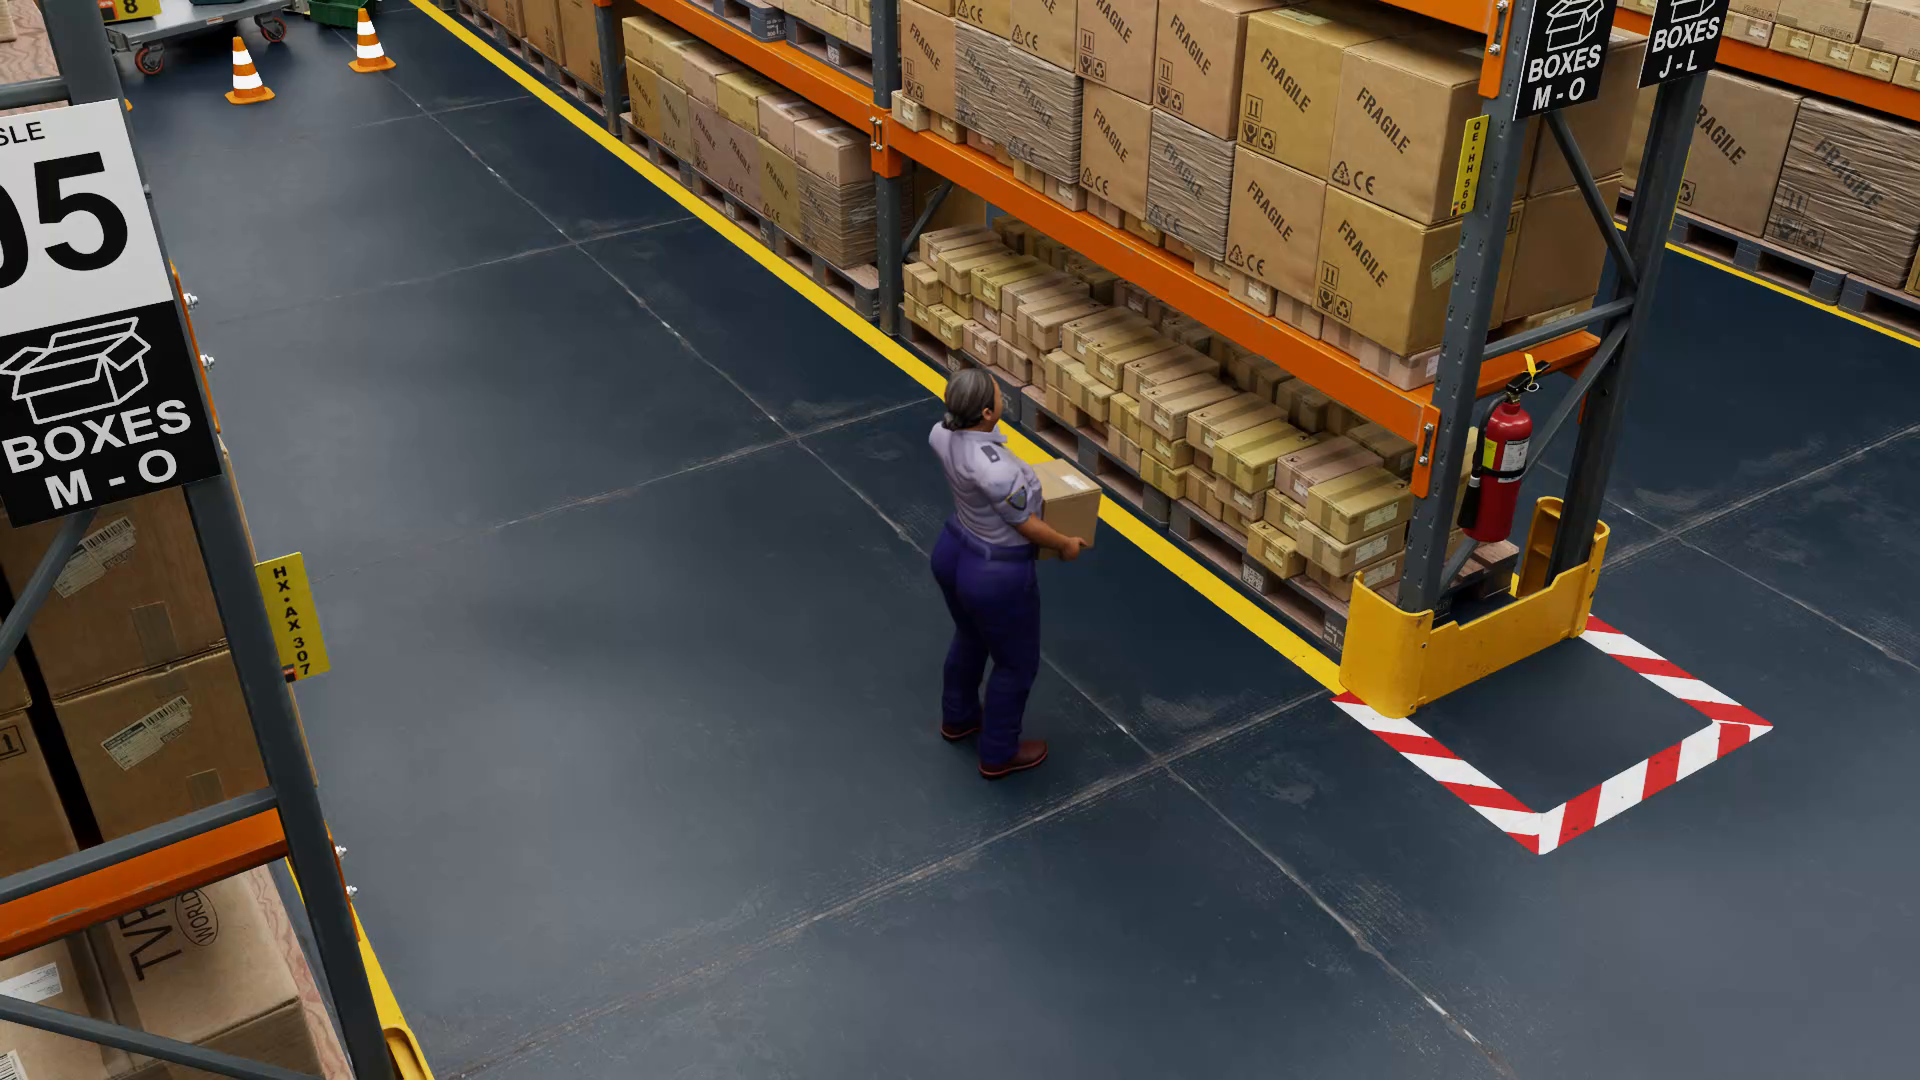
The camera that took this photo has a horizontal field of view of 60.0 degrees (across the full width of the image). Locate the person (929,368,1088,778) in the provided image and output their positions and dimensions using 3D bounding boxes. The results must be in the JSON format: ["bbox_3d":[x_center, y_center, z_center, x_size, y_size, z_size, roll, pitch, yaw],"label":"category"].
[{"bbox_3d":[0.165,0.085,6.031,0.518,1.634,0.452,-19,37,-27],"label":"person"}]
